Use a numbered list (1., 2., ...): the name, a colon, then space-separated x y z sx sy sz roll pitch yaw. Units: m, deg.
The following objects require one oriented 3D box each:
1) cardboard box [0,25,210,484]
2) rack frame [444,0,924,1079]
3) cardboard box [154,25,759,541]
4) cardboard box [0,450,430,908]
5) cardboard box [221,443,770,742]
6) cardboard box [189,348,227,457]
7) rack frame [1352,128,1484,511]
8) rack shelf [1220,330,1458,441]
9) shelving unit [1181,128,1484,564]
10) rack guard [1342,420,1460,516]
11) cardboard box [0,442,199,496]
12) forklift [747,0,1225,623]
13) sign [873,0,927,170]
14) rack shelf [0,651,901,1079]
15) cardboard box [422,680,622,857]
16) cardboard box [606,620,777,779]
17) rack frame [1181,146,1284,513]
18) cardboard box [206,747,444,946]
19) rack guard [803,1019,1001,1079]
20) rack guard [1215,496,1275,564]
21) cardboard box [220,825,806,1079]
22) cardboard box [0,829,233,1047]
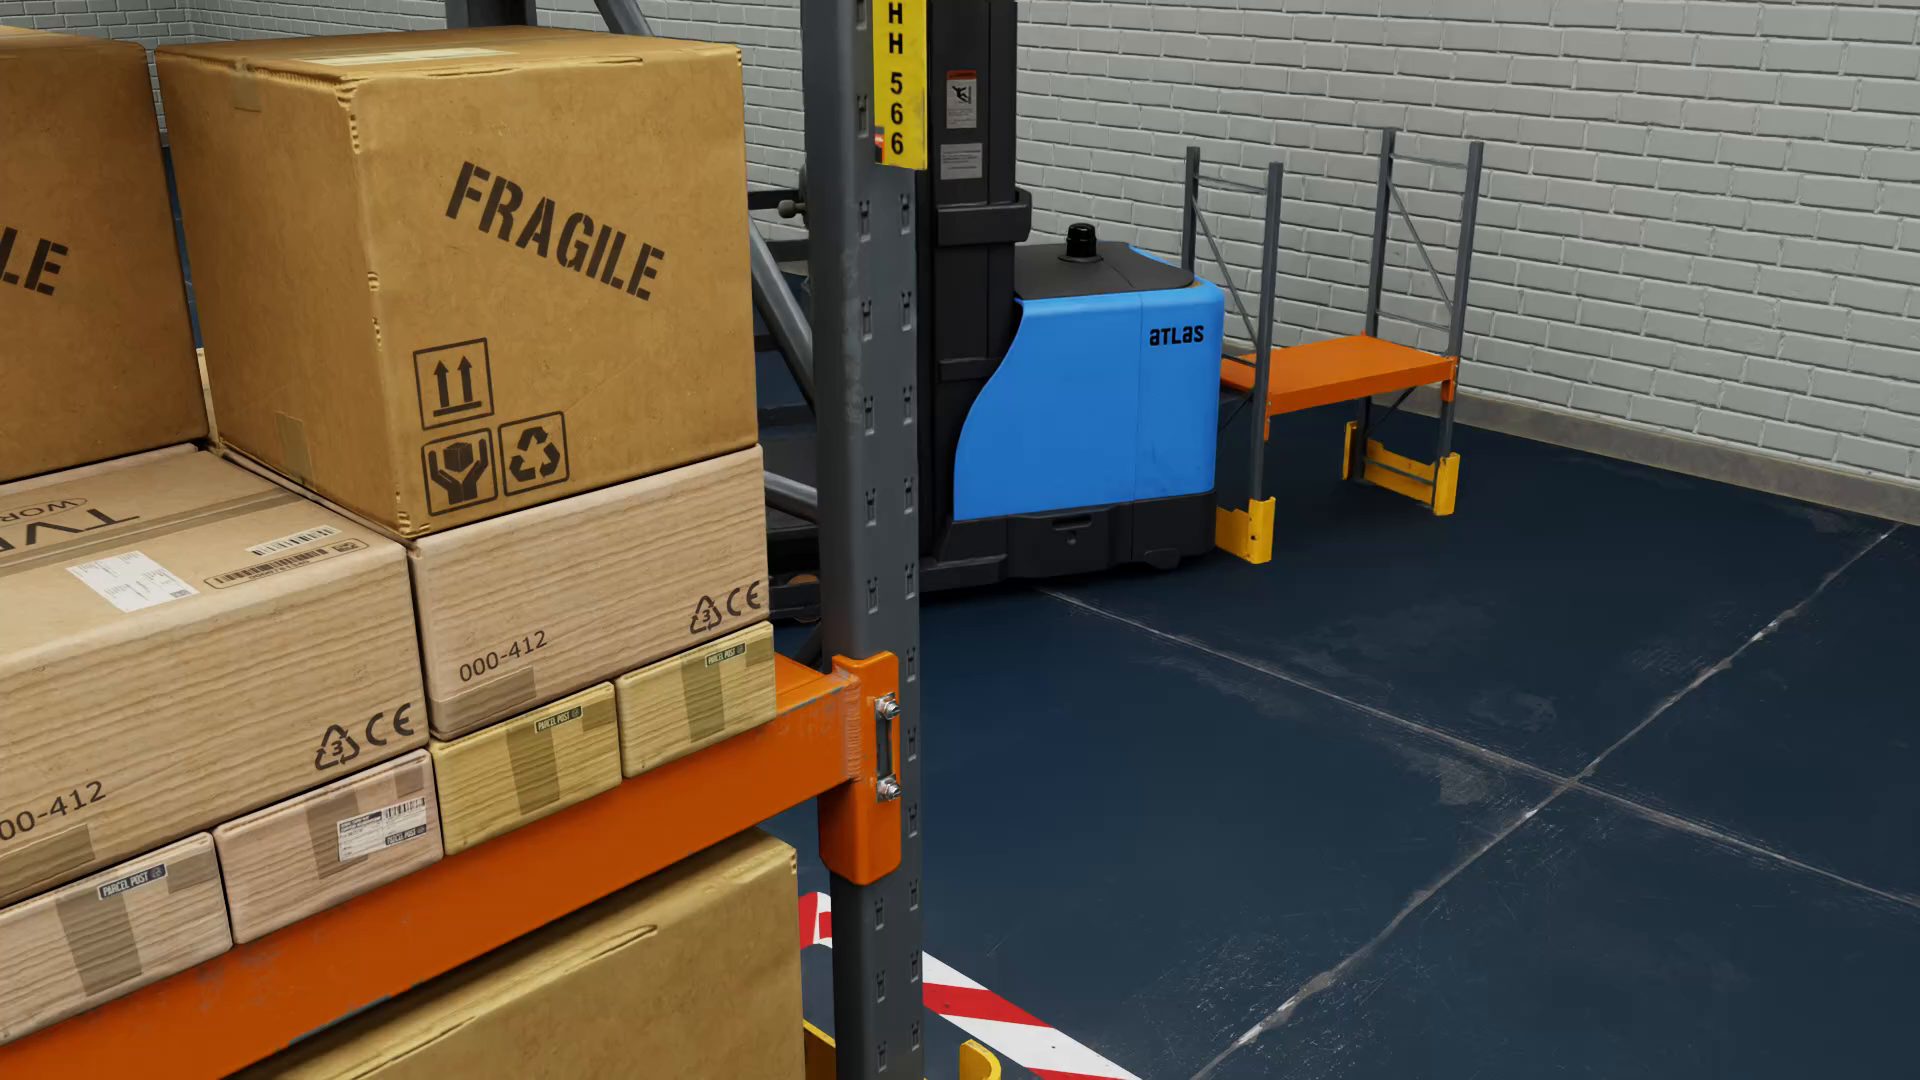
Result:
1. cardboard box: -1.336 -0.363 2.086 0.500 0.500 0.500 18 28 39
2. rack frame: -0.459 -0.128 2.727 1.000 3.000 0.127 19 28 41
3. cardboard box: -0.610 -0.356 2.069 0.500 0.500 0.500 20 29 41
4. cardboard box: -0.961 0.124 1.865 0.500 0.250 0.500 19 28 40
5. cardboard box: -0.607 -0.006 2.204 0.500 0.250 0.500 19 28 40
6. cardboard box: -0.987 -0.141 2.555 0.500 0.250 0.500 18 28 39
7. rack frame: 1.857 -0.892 6.806 0.032 1.500 0.500 -13 24 -30
8. rack shelf: 1.425 -0.628 6.619 1.000 0.185 0.538 -13 24 -30
9. shelving unit: 1.433 -0.798 6.559 1.083 1.500 0.587 -13 24 -30
10. rack guard: 1.856 -0.309 7.029 0.087 0.250 0.587 -13 24 -30
11. cardboard box: -1.345 -0.006 2.203 0.500 0.250 0.500 19 28 40
12. forklift: -0.608 -1.269 5.792 3.031 2.935 1.130 -7 22 -17
13. sign: -0.080 -0.640 2.114 0.100 0.325 0.005 19 28 41
14. rack shelf: -1.854 0.722 1.518 1.077 0.370 4.000 19 28 41
15. cardboard box: -0.651 0.230 2.145 0.380 0.149 0.250 20 28 41
16. cardboard box: -0.471 0.163 2.319 0.250 0.149 0.380 -20 28 -41
17. rack frame: 0.994 -0.700 6.304 0.032 1.500 0.500 -13 24 -30
18. cardboard box: -0.828 0.295 1.976 0.380 0.149 0.250 19 28 41
19. rack guard: -0.442 1.033 3.191 1.175 0.500 0.348 19 28 41
20. rack guard: 1.010 -0.120 6.538 0.087 0.250 0.587 -13 24 -30
21. cardboard box: -0.848 0.852 2.553 0.875 0.875 0.875 19 28 41
22. cardboard box: -1.003 0.359 1.810 0.250 0.149 0.380 -20 28 -41
